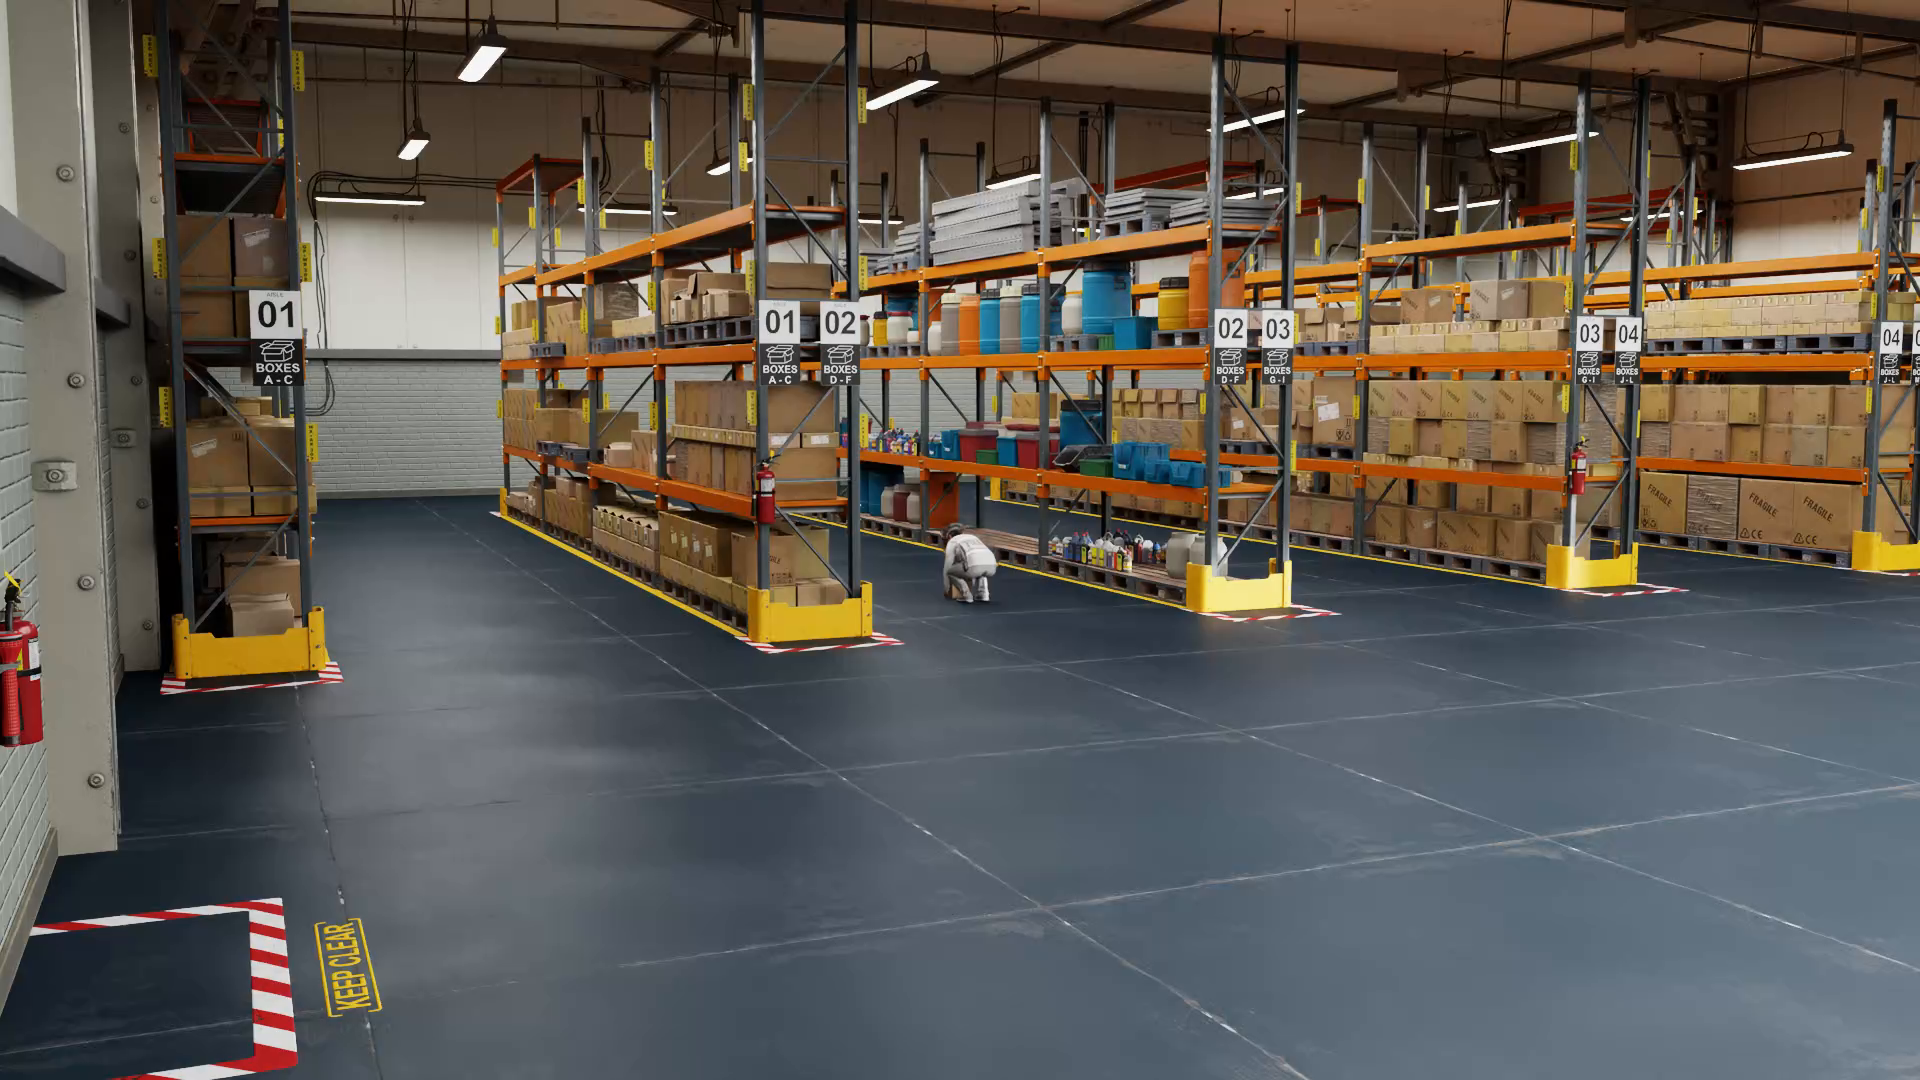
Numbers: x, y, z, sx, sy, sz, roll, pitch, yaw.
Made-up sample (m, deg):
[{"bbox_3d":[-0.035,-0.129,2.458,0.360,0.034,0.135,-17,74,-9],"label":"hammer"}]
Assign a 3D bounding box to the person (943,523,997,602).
[{"bbox_3d":[0.091,0.254,18.632,0.471,0.857,0.858,-2,6,-24],"label":"person"}]
